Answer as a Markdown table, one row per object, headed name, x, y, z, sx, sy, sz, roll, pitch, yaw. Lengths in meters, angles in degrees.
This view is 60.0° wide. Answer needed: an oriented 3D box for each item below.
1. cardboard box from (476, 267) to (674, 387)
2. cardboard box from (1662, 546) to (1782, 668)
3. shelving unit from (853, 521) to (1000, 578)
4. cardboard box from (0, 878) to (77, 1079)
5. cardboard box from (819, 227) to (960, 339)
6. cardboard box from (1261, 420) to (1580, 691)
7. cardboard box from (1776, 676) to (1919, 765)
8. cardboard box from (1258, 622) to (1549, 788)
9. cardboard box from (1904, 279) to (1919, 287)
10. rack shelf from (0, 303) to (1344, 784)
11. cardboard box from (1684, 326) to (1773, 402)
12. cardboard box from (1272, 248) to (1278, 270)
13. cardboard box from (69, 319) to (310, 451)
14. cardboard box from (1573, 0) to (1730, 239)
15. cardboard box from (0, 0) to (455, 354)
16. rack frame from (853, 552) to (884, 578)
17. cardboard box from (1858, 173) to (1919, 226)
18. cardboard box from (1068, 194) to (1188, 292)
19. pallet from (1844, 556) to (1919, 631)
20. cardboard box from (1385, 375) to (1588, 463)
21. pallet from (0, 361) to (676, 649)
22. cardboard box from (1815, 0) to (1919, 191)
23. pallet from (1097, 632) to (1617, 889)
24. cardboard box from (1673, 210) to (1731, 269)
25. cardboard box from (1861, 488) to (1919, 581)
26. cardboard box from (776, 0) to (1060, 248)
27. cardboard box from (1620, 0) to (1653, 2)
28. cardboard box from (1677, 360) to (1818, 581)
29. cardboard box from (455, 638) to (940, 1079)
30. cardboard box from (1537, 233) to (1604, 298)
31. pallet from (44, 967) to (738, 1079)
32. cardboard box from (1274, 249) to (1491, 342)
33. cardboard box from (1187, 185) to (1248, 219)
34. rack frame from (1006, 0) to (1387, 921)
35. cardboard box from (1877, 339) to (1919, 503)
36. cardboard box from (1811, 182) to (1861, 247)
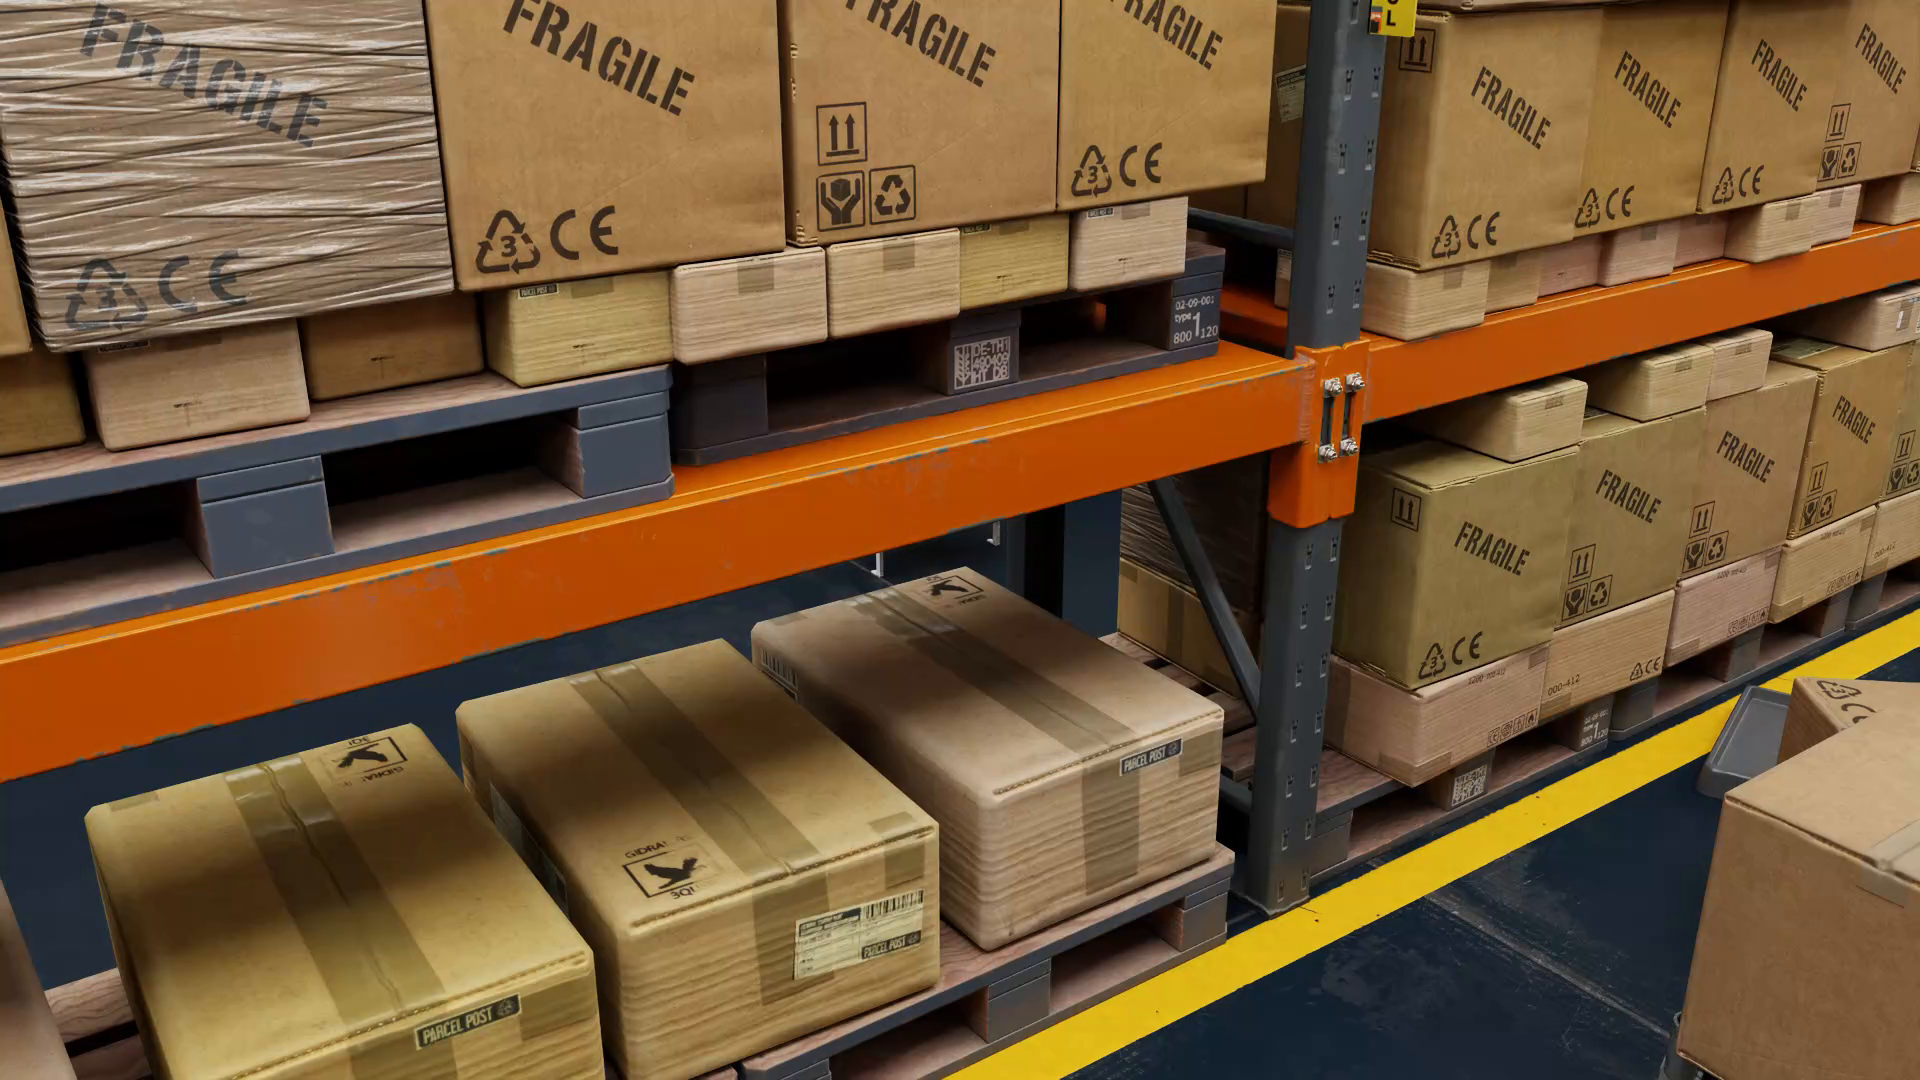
| name | x | y | z | sx | sy | sz | roll | pitch | yaw |
| --- | --- | --- | --- | --- | --- | --- | --- | --- | --- |
| cardboard box | -0.634 | -0.367 | 2.541 | 0.250 | 0.149 | 0.380 | -15 | 26 | -33 |
| cardboard box | 1.952 | 0.102 | 4.738 | 0.500 | 0.250 | 0.500 | -15 | 26 | -34 |
| shelving unit | -0.134 | -0.521 | 5.584 | 0.503 | 1.200 | 0.258 | -15 | 26 | -33 |
| cardboard box | -1.729 | 0.910 | 2.547 | 0.625 | 0.372 | 0.950 | -16 | 27 | -34 |
| cardboard box | -0.210 | -0.465 | 2.787 | 0.250 | 0.149 | 0.380 | -15 | 26 | -34 |
| cardboard box | 1.096 | -0.012 | 4.011 | 0.500 | 0.500 | 0.500 | -14 | 25 | -30 |
| cardboard box | 2.124 | 0.638 | 3.620 | 0.500 | 0.500 | 0.500 | 2 | 22 | 4 |
| cardboard box | 1.096 | 0.336 | 4.150 | 0.500 | 0.250 | 0.500 | -16 | 27 | -35 |
| cardboard box | 2.743 | -0.728 | 4.929 | 0.250 | 0.149 | 0.380 | -14 | 26 | -32 |
| rack shelf | -1.164 | 0.068 | 2.650 | 4.000 | 0.370 | 1.077 | -15 | 26 | -33 |
| cardboard box | 1.865 | -0.493 | 4.342 | 0.250 | 0.149 | 0.380 | -13 | 25 | -30 |
| cardboard box | 0.740 | -0.800 | 4.193 | 0.250 | 0.149 | 0.380 | -14 | 26 | -32 |
| cardboard box | -1.075 | -0.262 | 2.277 | 0.250 | 0.149 | 0.380 | -14 | 26 | -31 |
| cardboard box | 1.373 | -1.011 | 3.847 | 0.500 | 0.500 | 0.500 | -15 | 26 | -33 |
| cardboard box | -1.031 | -0.579 | 2.197 | 0.500 | 0.500 | 0.500 | -16 | 27 | -35 |
| rack frame | -0.332 | -0.469 | 5.452 | 0.015 | 1.200 | 0.240 | -15 | 26 | -33 |
| cardboard box | 2.530 | -1.005 | 4.708 | 0.250 | 0.149 | 0.380 | -15 | 26 | -33 |
| cardboard box | 0.203 | -0.583 | 3.083 | 0.250 | 0.149 | 0.380 | -14 | 26 | -32 |
| pallet | 2.964 | -0.088 | 5.833 | 1.213 | 0.211 | 1.003 | -15 | 26 | -33 |
| cardboard box | 1.232 | -0.322 | 3.914 | 0.250 | 0.149 | 0.380 | -14 | 26 | -32 |
| pallet | -1.205 | -0.185 | 2.572 | 1.213 | 0.211 | 1.003 | -15 | 26 | -33 |
| cardboard box | 2.187 | -1.231 | 4.398 | 0.500 | 0.500 | 0.500 | -15 | 26 | -32 |
| pallet | 0.984 | 0.440 | 4.510 | 1.213 | 0.211 | 1.003 | -15 | 26 | -33 |
| cardboard box | 1.694 | -0.802 | 4.197 | 0.250 | 0.149 | 0.380 | -15 | 26 | -33 |
| cardboard box | 2.782 | -0.118 | 5.287 | 0.500 | 0.250 | 0.500 | -15 | 26 | -33 |
| cardboard box | -0.184 | -0.802 | 2.757 | 0.500 | 0.500 | 0.500 | -15 | 26 | -33 |
| cardboard box | 1.370 | -1.482 | 3.679 | 0.500 | 0.500 | 0.700 | -15 | 26 | -33 |
| cardboard box | 1.945 | -0.243 | 4.590 | 0.500 | 0.500 | 0.500 | -13 | 25 | -30 |
| cardboard box | -0.547 | 0.597 | 3.332 | 0.625 | 0.372 | 0.950 | -13 | 25 | -30 |
| cardboard box | 1.275 | -0.691 | 3.921 | 0.250 | 0.149 | 0.380 | -15 | 26 | -33 |
| pallet | -1.163 | 1.030 | 3.030 | 1.213 | 0.211 | 1.003 | -15 | 26 | -33 |
| cardboard box | 0.902 | -0.554 | 3.578 | 0.250 | 0.149 | 0.380 | -15 | 26 | -33 |
| cardboard box | 0.675 | -1.055 | 3.957 | 0.500 | 0.500 | 0.500 | -16 | 27 | -34 |
| rack frame | 0.459 | -0.699 | 3.602 | 0.127 | 3.000 | 1.000 | -15 | 26 | -33 |
| cardboard box | 2.786 | -0.466 | 5.148 | 0.500 | 0.500 | 0.500 | -14 | 26 | -31 |
| cardboard box | 2.134 | -0.891 | 4.422 | 0.250 | 0.149 | 0.380 | -15 | 26 | -33 |
